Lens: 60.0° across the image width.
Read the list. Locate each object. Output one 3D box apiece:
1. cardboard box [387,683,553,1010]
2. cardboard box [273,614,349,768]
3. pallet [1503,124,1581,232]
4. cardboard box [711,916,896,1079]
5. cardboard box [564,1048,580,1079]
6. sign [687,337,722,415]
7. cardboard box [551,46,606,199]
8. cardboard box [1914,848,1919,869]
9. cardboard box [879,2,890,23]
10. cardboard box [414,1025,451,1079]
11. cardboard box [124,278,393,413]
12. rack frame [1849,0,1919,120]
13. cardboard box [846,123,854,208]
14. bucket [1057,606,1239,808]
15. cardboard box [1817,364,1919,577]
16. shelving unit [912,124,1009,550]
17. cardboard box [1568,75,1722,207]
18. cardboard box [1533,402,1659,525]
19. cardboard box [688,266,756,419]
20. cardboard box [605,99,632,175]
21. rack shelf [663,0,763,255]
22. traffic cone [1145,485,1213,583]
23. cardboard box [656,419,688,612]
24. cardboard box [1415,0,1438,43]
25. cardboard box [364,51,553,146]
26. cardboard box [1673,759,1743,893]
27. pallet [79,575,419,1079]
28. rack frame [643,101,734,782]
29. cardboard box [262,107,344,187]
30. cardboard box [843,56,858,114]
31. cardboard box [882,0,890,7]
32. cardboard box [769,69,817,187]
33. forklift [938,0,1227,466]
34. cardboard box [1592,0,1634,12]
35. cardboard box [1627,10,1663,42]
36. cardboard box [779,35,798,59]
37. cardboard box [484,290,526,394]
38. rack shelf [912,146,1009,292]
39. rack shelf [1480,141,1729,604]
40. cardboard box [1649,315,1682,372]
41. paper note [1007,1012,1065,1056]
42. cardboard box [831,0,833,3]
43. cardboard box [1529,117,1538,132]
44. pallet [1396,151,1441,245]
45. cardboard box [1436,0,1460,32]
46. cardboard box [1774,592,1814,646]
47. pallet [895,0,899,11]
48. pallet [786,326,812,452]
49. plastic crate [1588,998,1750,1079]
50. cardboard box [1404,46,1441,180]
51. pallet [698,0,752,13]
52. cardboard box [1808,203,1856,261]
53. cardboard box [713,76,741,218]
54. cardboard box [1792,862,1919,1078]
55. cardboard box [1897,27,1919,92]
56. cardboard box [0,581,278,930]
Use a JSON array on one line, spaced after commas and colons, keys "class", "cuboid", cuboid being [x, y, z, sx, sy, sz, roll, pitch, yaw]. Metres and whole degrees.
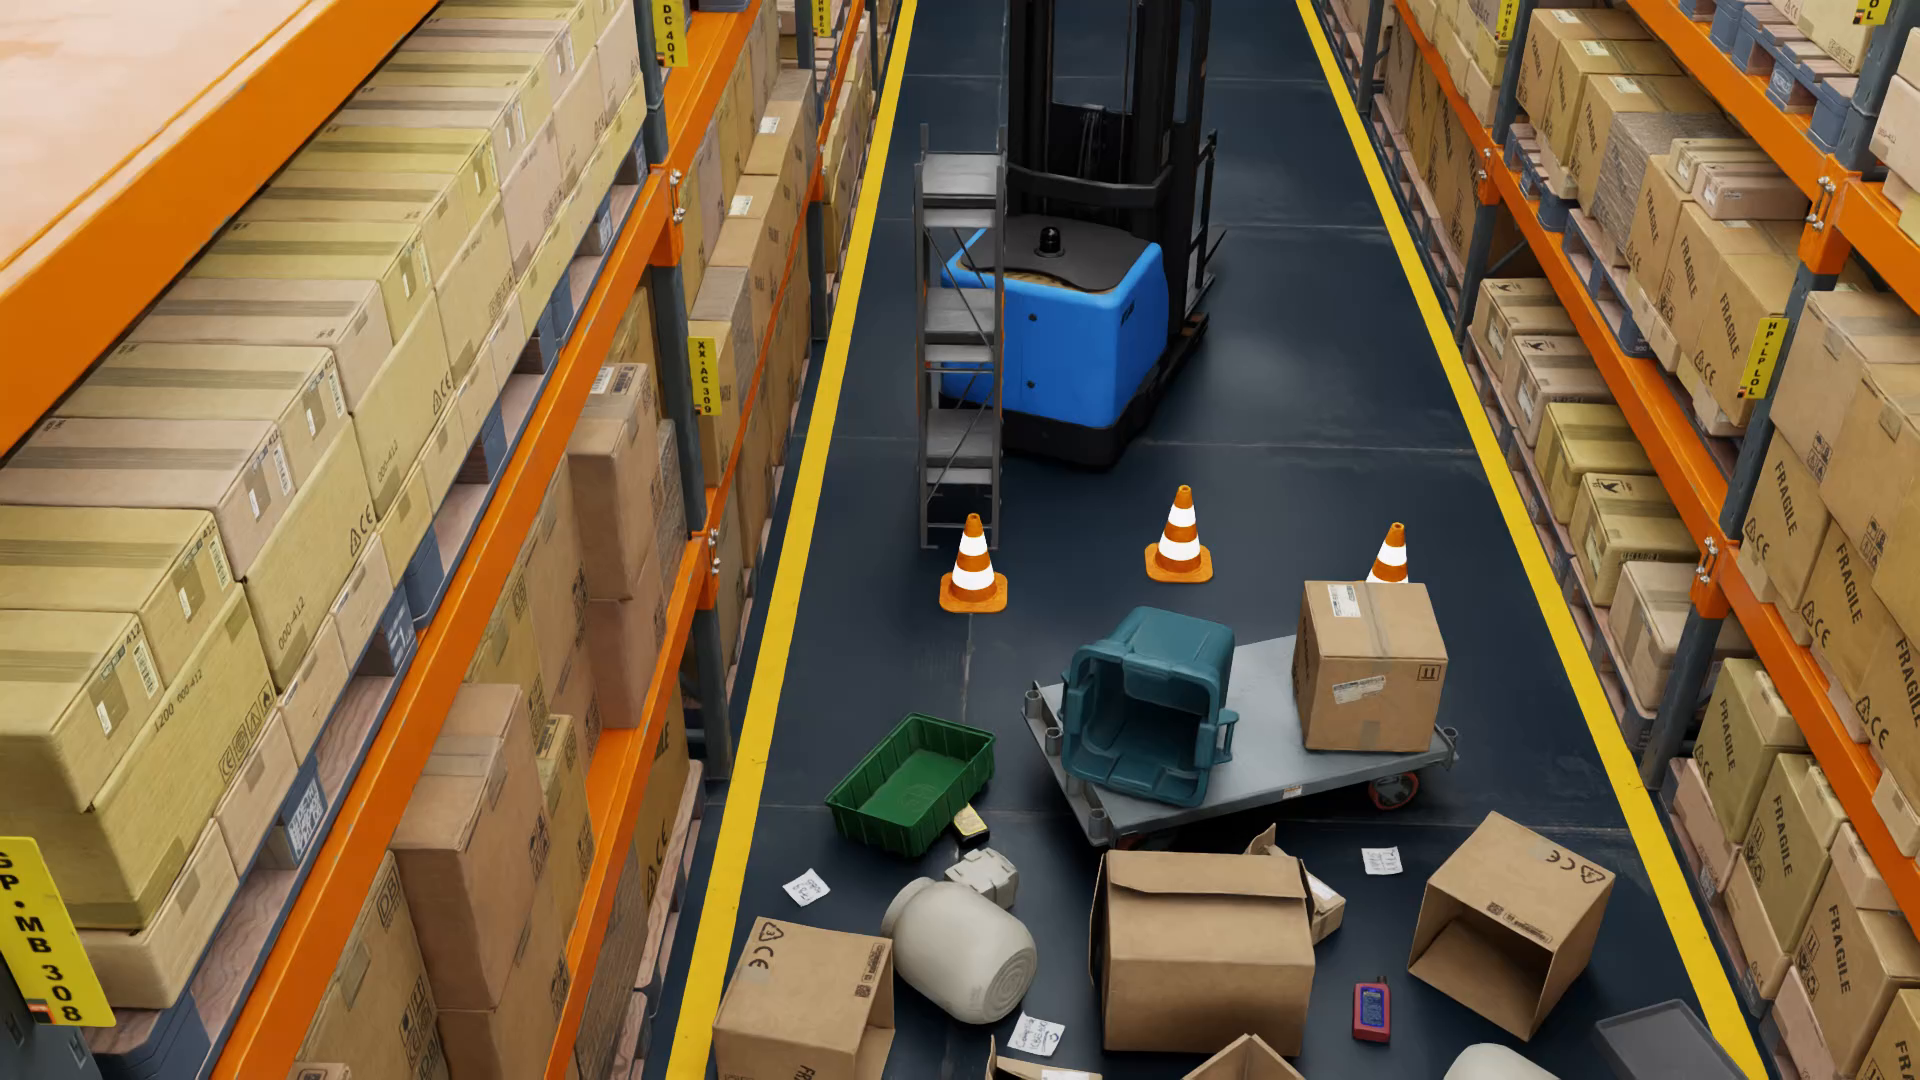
[{"class": "cardboard box", "cuboid": [-1.513, 0.719, 3.994, 0.875, 0.550, 0.550, 1, 35, 2]}, {"class": "cardboard box", "cuboid": [-1.301, 0.254, 2.883, 0.380, 0.149, 0.250, 1, 35, 2]}, {"class": "pallet", "cuboid": [3.694, -1.978, 9.069, 1.213, 0.211, 1.003, 1, 35, 2]}, {"class": "cardboard box", "cuboid": [-0.531, 1.711, 5.825, 0.500, 0.500, 0.500, 7, 36, 10]}, {"class": "cardboard box", "cuboid": [-1.660, 1.872, 4.906, 0.875, 0.875, 0.875, 1, 35, 1]}, {"class": "sign", "cuboid": [-0.940, -0.601, 6.121, 0.100, 0.325, 0.005, 1, 35, 2]}, {"class": "cardboard box", "cuboid": [-1.278, -1.148, 4.531, 0.500, 0.250, 0.500, 1, 35, 2]}, {"class": "cardboard box", "cuboid": [3.080, 0.986, 4.902, 0.380, 0.149, 0.250, 1, 35, 2]}, {"class": "cardboard box", "cuboid": [-0.826, -4.777, 14.998, 0.380, 0.149, 0.250, 0, 35, 1]}, {"class": "cardboard box", "cuboid": [-1.685, 1.479, 3.852, 0.875, 0.550, 0.550, 1, 35, 2]}, {"class": "cardboard box", "cuboid": [-1.282, -0.360, 3.064, 0.380, 0.149, 0.250, 1, 35, 1]}, {"class": "rack frame", "cuboid": [3.456, -2.625, 4.604, 1.000, 3.000, 0.127, 1, 35, 2]}, {"class": "cardboard box", "cuboid": [-1.018, -2.658, 11.678, 0.500, 0.500, 0.500, 0, 35, 1]}, {"class": "bucket", "cuboid": [0.804, 0.622, 6.727, 0.726, 0.611, 0.620, 13, 27, 18]}, {"class": "cardboard box", "cuboid": [3.179, -0.201, 5.158, 0.700, 0.500, 0.500, 2, 35, 2]}, {"class": "shelving unit", "cuboid": [0.007, -0.954, 8.227, 0.431, 2.100, 0.503, 1, 35, 2]}, {"class": "cardboard box", "cuboid": [3.339, -1.945, 8.144, 0.500, 0.500, 0.500, 2, 35, 3]}, {"class": "cardboard box", "cuboid": [3.526, -0.381, 8.549, 0.950, 0.372, 0.625, 2, 35, 3]}, {"class": "cardboard box", "cuboid": [-1.185, -0.854, 7.215, 0.500, 0.500, 0.500, 2, 35, 2]}, {"class": "cardboard box", "cuboid": [-1.199, -1.202, 4.956, 0.380, 0.149, 0.250, 2, 35, 3]}, {"class": "rack shelf", "cuboid": [-1.414, -2.309, 7.389, 1.077, 0.370, 4.000, 1, 35, 2]}, {"class": "traffic cone", "cuboid": [1.119, -0.067, 8.389, 0.336, 0.463, 0.334, 1, 35, 2]}, {"class": "cardboard box", "cuboid": [-1.497, -0.076, 6.064, 0.875, 0.550, 0.550, 1, 35, 2]}, {"class": "cardboard box", "cuboid": [3.411, -3.580, 11.312, 0.500, 0.250, 0.500, 1, 35, 1]}, {"class": "cardboard box", "cuboid": [-1.230, -1.090, 4.103, 0.380, 0.149, 0.250, 1, 35, 2]}, {"class": "cardboard box", "cuboid": [3.162, 1.115, 6.526, 0.500, 0.250, 0.500, 0, 35, 0]}, {"class": "pallet", "cuboid": [-1.636, 0.454, 2.909, 1.003, 0.211, 1.213, 1, 35, 2]}, {"class": "rack frame", "cuboid": [-1.494, -0.227, 6.410, 1.000, 3.000, 0.127, 1, 35, 2]}, {"class": "cardboard box", "cuboid": [-1.832, -0.873, 4.140, 0.500, 0.250, 0.500, 1, 35, 1]}, {"class": "cardboard box", "cuboid": [-0.991, -3.246, 11.862, 0.500, 0.250, 0.500, 0, 35, 0]}, {"class": "cardboard box", "cuboid": [-0.823, -4.895, 14.908, 0.380, 0.149, 0.250, 1, 35, 2]}, {"class": "cardboard box", "cuboid": [-1.083, -2.301, 9.274, 0.500, 0.500, 0.500, 1, 35, 2]}, {"class": "forklift", "cuboid": [0.922, -2.445, 9.626, 1.130, 2.935, 3.031, 14, 37, 19]}, {"class": "cardboard box", "cuboid": [3.881, -3.196, 9.678, 0.500, 0.500, 0.500, 0, 35, 0]}, {"class": "cardboard box", "cuboid": [3.876, -2.535, 8.984, 0.500, 0.500, 0.500, 0, 35, 1]}, {"class": "cardboard box", "cuboid": [-1.114, -2.989, 9.934, 0.380, 0.149, 0.250, 3, 35, 4]}, {"class": "cardboard box", "cuboid": [-1.250, -0.470, 3.914, 0.380, 0.149, 0.250, 1, 35, 2]}, {"class": "rack shelf", "cuboid": [0.007, -1.516, 7.833, 0.431, 0.518, 0.480, 1, 35, 2]}, {"class": "rack shelf", "cuboid": [3.536, -1.025, 8.171, 1.077, 0.370, 4.000, 1, 35, 2]}, {"class": "cardboard box", "cuboid": [3.203, -0.842, 7.138, 0.380, 0.149, 0.250, 1, 35, 1]}, {"class": "paper note", "cuboid": [0.280, 1.814, 6.095, 0.172, 0.023, 0.155, 13, 37, 18]}, {"class": "cardboard box", "cuboid": [-1.051, -3.758, 11.287, 0.380, 0.149, 0.250, 0, 35, 0]}, {"class": "cardboard box", "cuboid": [3.418, -2.355, 9.291, 0.380, 0.149, 0.250, -1, 35, -1]}, {"class": "pallet", "cuboid": [3.775, -2.478, 12.038, 1.003, 0.211, 1.213, 1, 35, 2]}, {"class": "cardboard box", "cuboid": [3.399, -3.485, 10.742, 0.500, 0.250, 0.500, 0, 35, 1]}, {"class": "cardboard box", "cuboid": [3.164, 0.252, 5.947, 0.380, 0.149, 0.250, 2, 35, 3]}, {"class": "pallet", "cuboid": [-1.083, -5.471, 16.296, 1.003, 0.211, 1.213, 1, 35, 2]}, {"class": "pallet", "cuboid": [-1.441, -0.933, 9.839, 1.003, 0.211, 1.213, 1, 35, 2]}, {"class": "plastic crate", "cuboid": [2.573, 1.907, 5.912, 0.402, 0.080, 0.583, -10, 36, -14]}, {"class": "cardboard box", "cuboid": [3.804, -3.192, 12.111, 0.875, 0.875, 0.875, 2, 35, 3]}, {"class": "pallet", "cuboid": [-1.348, -2.661, 7.429, 1.003, 0.211, 1.213, 3, 35, 4]}, {"class": "cardboard box", "cuboid": [3.781, -1.055, 6.878, 0.500, 0.500, 0.500, 1, 35, 2]}, {"class": "cardboard box", "cuboid": [-1.419, -1.838, 7.746, 0.700, 0.500, 0.500, 1, 35, 1]}, {"class": "cardboard box", "cuboid": [3.130, 1.414, 5.448, 0.500, 0.500, 0.500, 3, 35, 4]}, {"class": "cardboard box", "cuboid": [3.117, -1.448, 5.063, 0.380, 0.149, 0.250, 1, 35, 1]}, {"class": "cardboard box", "cuboid": [-1.379, 0.300, 2.471, 0.500, 0.250, 0.500, 1, 35, 2]}]
